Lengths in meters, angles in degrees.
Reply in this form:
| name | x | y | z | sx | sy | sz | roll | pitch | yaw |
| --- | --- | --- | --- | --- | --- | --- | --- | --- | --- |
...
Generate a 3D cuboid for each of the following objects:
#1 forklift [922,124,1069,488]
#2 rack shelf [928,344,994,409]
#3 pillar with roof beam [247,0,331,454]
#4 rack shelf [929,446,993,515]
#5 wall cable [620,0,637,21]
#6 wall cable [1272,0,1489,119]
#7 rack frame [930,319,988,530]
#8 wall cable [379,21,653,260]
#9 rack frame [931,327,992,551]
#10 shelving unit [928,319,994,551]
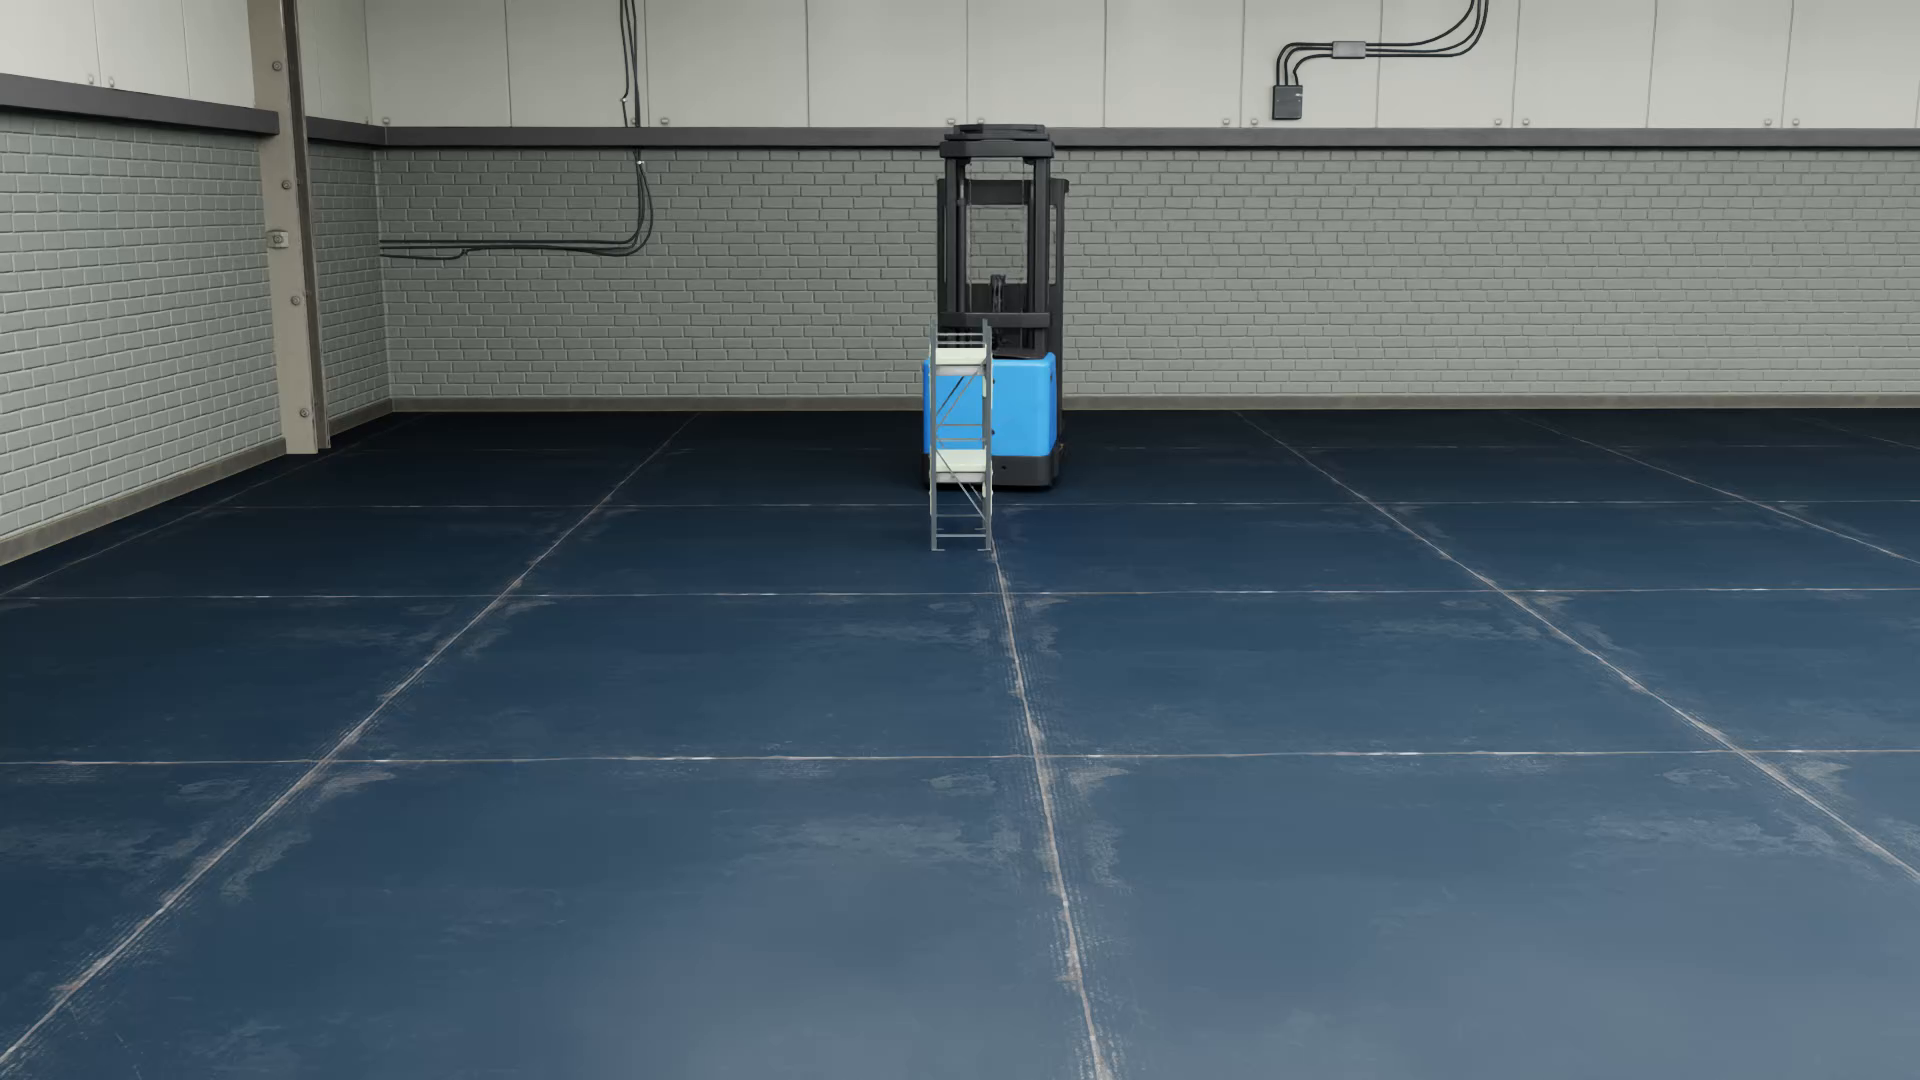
| name | x | y | z | sx | sy | sz | roll | pitch | yaw |
| --- | --- | --- | --- | --- | --- | --- | --- | --- | --- |
| forklift | 0.376 | -2.108 | 14.577 | 1.130 | 2.935 | 3.031 | 1 | 12 | 7 |
| rack shelf | 0.000 | -1.119 | 11.339 | 0.431 | 0.370 | 0.720 | 0 | 11 | -1 |
| pillar with roof beam | -1.873 | -5.275 | 14.926 | 9.100 | 9.000 | 0.400 | 0 | 11 | -1 |
| rack shelf | 0.000 | -0.417 | 11.481 | 0.431 | 0.370 | 0.720 | 0 | 11 | -1 |
| wall cable | -2.212 | -6.813 | 17.614 | 3.097 | 2.526 | 0.112 | 0 | 11 | -1 |
| wall cable | 4.575 | -7.551 | 17.591 | 2.305 | 6.003 | 0.169 | 0 | 11 | -1 |
| rack frame | -0.008 | -0.809 | 11.775 | 0.400 | 1.500 | 0.023 | 0 | 11 | -1 |
| wall cable | -4.916 | -4.326 | 18.061 | 3.097 | 2.526 | 0.112 | 0 | 11 | -1 |
| rack frame | 0.007 | -0.664 | 11.058 | 0.400 | 1.500 | 0.023 | 0 | 11 | -1 |
| shelving unit | 0.000 | -0.736 | 11.417 | 0.431 | 1.500 | 0.755 | 0 | 11 | -1 |
